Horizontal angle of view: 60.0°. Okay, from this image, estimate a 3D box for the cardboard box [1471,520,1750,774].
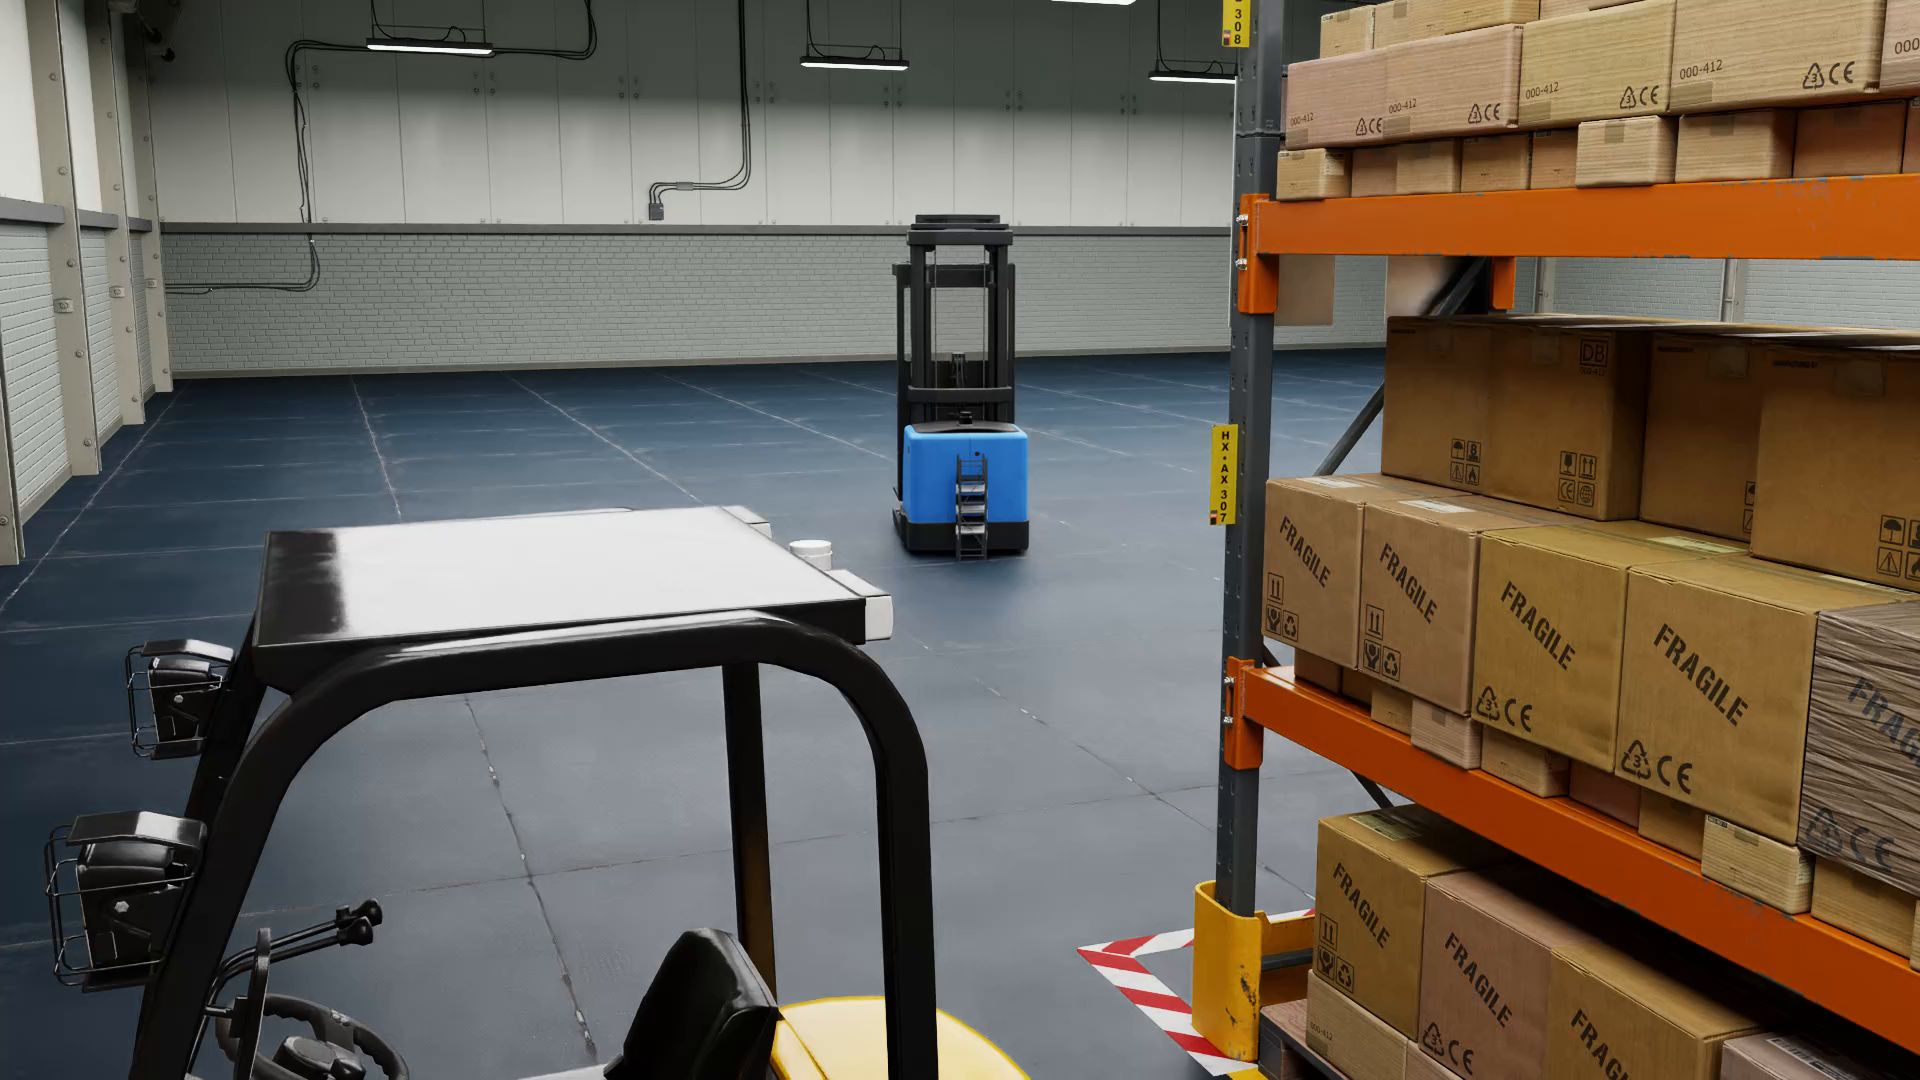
[{"bbox_3d":[1.655,0.247,4.162,0.500,0.500,0.500,-4,11,-22],"label":"cardboard box"}]

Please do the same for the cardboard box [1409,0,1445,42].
[{"bbox_3d":[1.444,-1.410,4.485,0.380,0.149,0.250,-4,11,-21],"label":"cardboard box"}]

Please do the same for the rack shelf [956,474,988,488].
[{"bbox_3d":[0.100,-0.499,14.101,0.258,0.077,0.200,-1,14,-5],"label":"rack shelf"}]

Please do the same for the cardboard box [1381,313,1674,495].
[{"bbox_3d":[1.754,-0.438,5.158,0.700,0.500,0.500,-4,11,-22],"label":"cardboard box"}]

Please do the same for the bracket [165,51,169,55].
[{"bbox_3d":[-15.183,-9.337,31.765,0.076,0.066,3.189,-4,11,-21],"label":"bracket"}]

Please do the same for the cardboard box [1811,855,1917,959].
[{"bbox_3d":[1.978,0.714,3.386,0.380,0.149,0.250,-4,11,-22],"label":"cardboard box"}]

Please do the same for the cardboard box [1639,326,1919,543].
[{"bbox_3d":[2.211,-0.278,4.260,0.700,0.500,0.500,-4,11,-22],"label":"cardboard box"}]

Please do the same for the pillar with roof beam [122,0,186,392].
[{"bbox_3d":[-10.706,-7.457,31.476,9.100,9.000,0.548,-4,11,-21],"label":"pillar with roof beam"}]

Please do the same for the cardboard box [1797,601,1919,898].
[{"bbox_3d":[2.037,0.413,3.230,0.500,0.500,0.500,-4,11,-19],"label":"cardboard box"}]

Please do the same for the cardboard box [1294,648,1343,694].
[{"bbox_3d":[1.296,0.372,5.308,0.380,0.149,0.250,-4,11,-21],"label":"cardboard box"}]

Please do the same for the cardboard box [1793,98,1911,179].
[{"bbox_3d":[1.945,-0.811,3.394,0.380,0.149,0.250,-4,11,-21],"label":"cardboard box"}]

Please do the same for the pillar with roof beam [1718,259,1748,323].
[{"bbox_3d":[12.802,-7.930,34.137,9.100,9.000,0.548,-4,11,-21],"label":"pillar with roof beam"}]

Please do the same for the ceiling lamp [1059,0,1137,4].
[{"bbox_3d":[1.298,-8.710,21.855,2.000,3.185,0.800,-4,11,-21],"label":"ceiling lamp"}]

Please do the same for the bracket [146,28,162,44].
[{"bbox_3d":[-14.237,-8.911,29.371,0.235,0.232,0.430,-4,11,-21],"label":"bracket"}]

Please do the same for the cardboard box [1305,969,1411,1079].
[{"bbox_3d":[1.400,1.476,5.037,0.500,0.250,0.500,-4,11,-21],"label":"cardboard box"}]

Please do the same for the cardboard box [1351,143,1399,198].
[{"bbox_3d":[1.362,-1.061,4.802,0.380,0.149,0.250,-4,11,-23],"label":"cardboard box"}]

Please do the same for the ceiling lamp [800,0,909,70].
[{"bbox_3d":[-2.004,-10.197,30.214,2.000,3.185,0.800,-4,11,-21],"label":"ceiling lamp"}]

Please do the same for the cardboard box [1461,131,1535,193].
[{"bbox_3d":[1.538,-0.977,4.328,0.380,0.149,0.250,-4,11,-21],"label":"cardboard box"}]

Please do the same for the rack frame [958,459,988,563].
[{"bbox_3d":[0.108,-0.245,14.060,0.240,0.900,0.006,-1,14,-5],"label":"rack frame"}]

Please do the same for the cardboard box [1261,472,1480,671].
[{"bbox_3d":[1.279,0.079,5.103,0.500,0.500,0.500,-4,11,-22],"label":"cardboard box"}]

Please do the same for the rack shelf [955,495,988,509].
[{"bbox_3d":[0.099,-0.324,14.145,0.258,0.077,0.200,-1,14,-5],"label":"rack shelf"}]

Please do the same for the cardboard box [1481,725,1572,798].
[{"bbox_3d":[1.595,0.546,4.334,0.380,0.149,0.250,-4,11,-19],"label":"cardboard box"}]

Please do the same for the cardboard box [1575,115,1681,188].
[{"bbox_3d":[1.655,-0.888,3.827,0.380,0.149,0.250,-4,11,-20],"label":"cardboard box"}]

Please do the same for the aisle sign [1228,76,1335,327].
[{"bbox_3d":[1.054,-1.090,5.390,0.394,0.787,0.004,-4,11,-21],"label":"aisle sign"}]

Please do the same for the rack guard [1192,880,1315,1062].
[{"bbox_3d":[1.393,1.423,5.821,1.175,0.500,0.348,-4,11,-21],"label":"rack guard"}]

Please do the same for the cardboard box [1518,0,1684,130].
[{"bbox_3d":[1.683,-1.105,3.909,0.500,0.250,0.500,-4,11,-19],"label":"cardboard box"}]

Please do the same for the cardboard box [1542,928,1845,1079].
[{"bbox_3d":[1.777,1.279,4.008,0.500,0.500,0.500,-4,11,-20],"label":"cardboard box"}]

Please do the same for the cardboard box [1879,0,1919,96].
[{"bbox_3d":[2.049,-0.938,2.971,0.500,0.250,0.500,-4,11,-22],"label":"cardboard box"}]

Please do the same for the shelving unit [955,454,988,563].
[{"bbox_3d":[0.099,-0.269,14.158,0.258,0.900,0.210,-1,14,-5],"label":"shelving unit"}]

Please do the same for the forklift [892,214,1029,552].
[{"bbox_3d":[-0.062,-1.552,15.603,1.130,2.935,3.031,-1,10,-6],"label":"forklift"}]

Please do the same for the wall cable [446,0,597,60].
[{"bbox_3d":[-9.148,-11.314,34.616,3.097,2.526,0.112,-4,11,-21],"label":"wall cable"}]

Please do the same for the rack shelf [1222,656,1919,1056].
[{"bbox_3d":[2.090,0.861,3.899,1.077,0.370,4.000,-4,11,-21],"label":"rack shelf"}]

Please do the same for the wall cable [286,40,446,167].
[{"bbox_3d":[-12.032,-8.878,33.910,3.097,2.526,0.112,-4,11,-21],"label":"wall cable"}]

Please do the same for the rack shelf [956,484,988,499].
[{"bbox_3d":[0.099,-0.412,14.123,0.258,0.077,0.200,-1,14,-5],"label":"rack shelf"}]

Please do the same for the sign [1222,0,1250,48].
[{"bbox_3d":[0.860,-1.692,5.139,0.100,0.325,0.005,-4,11,-21],"label":"sign"}]

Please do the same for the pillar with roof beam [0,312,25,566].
[{"bbox_3d":[-4.183,-4.519,14.959,9.100,9.000,0.400,-4,11,-21],"label":"pillar with roof beam"}]

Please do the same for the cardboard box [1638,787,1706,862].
[{"bbox_3d":[1.815,0.630,3.861,0.380,0.149,0.250,-4,11,-22],"label":"cardboard box"}]

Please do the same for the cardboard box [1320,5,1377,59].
[{"bbox_3d":[1.304,-1.495,4.962,0.380,0.149,0.250,-4,11,-21],"label":"cardboard box"}]

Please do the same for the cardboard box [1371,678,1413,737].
[{"bbox_3d":[1.421,0.461,4.809,0.380,0.149,0.250,-4,11,-23],"label":"cardboard box"}]

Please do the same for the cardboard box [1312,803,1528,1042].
[{"bbox_3d":[1.409,1.111,4.950,0.500,0.500,0.500,-4,11,-23],"label":"cardboard box"}]

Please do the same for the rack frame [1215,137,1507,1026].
[{"bbox_3d":[1.366,0.180,5.672,1.000,3.000,0.127,-4,11,-21],"label":"rack frame"}]

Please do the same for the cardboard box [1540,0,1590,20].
[{"bbox_3d":[1.644,-1.330,4.035,0.380,0.149,0.250,-4,11,-21],"label":"cardboard box"}]

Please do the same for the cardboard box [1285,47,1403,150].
[{"bbox_3d":[1.299,-1.270,4.840,0.500,0.250,0.500,-4,11,-22],"label":"cardboard box"}]
